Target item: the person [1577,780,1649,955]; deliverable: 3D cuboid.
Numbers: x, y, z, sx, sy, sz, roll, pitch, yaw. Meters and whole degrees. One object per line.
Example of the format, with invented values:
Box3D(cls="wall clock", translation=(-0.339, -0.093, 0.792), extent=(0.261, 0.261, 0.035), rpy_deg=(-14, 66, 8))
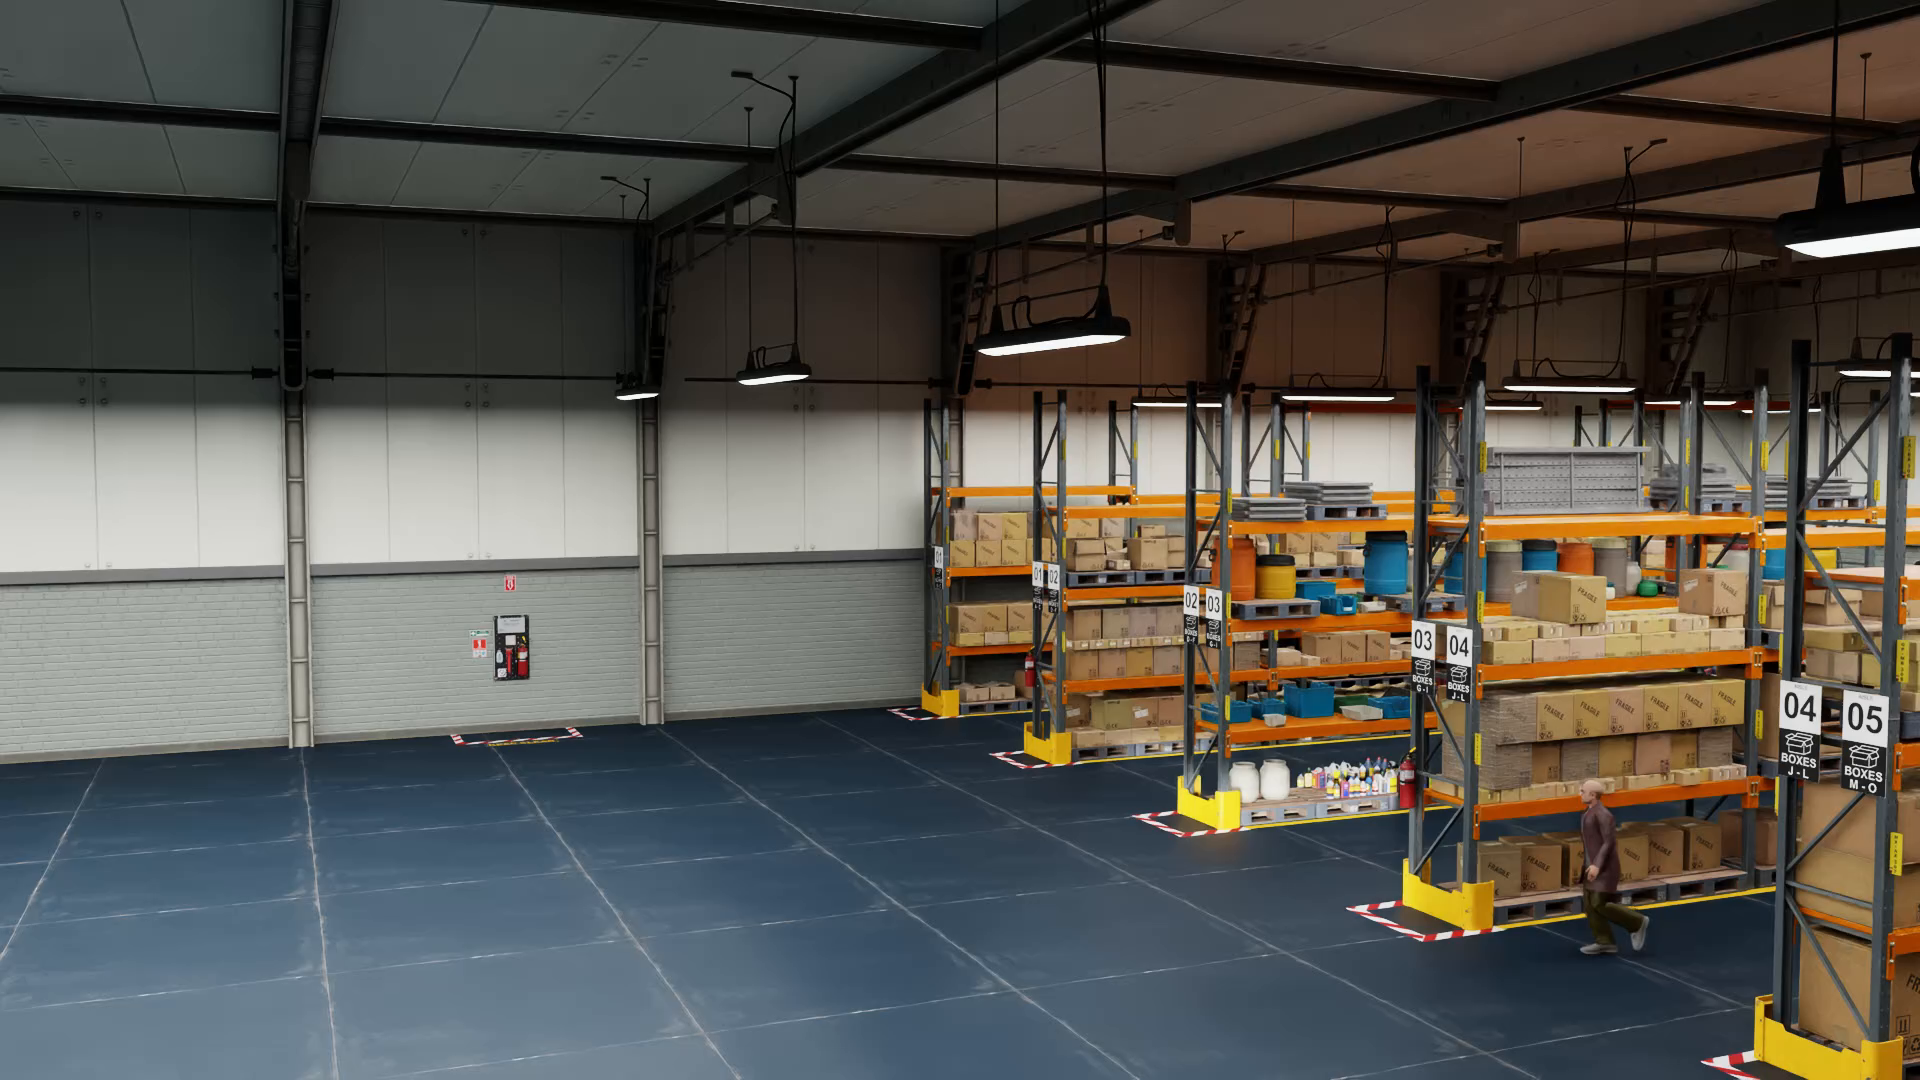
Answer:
Box3D(cls="person", translation=(6.578, 3.303, 16.799), extent=(0.674, 1.758, 0.624), rpy_deg=(0, 3, -3))
